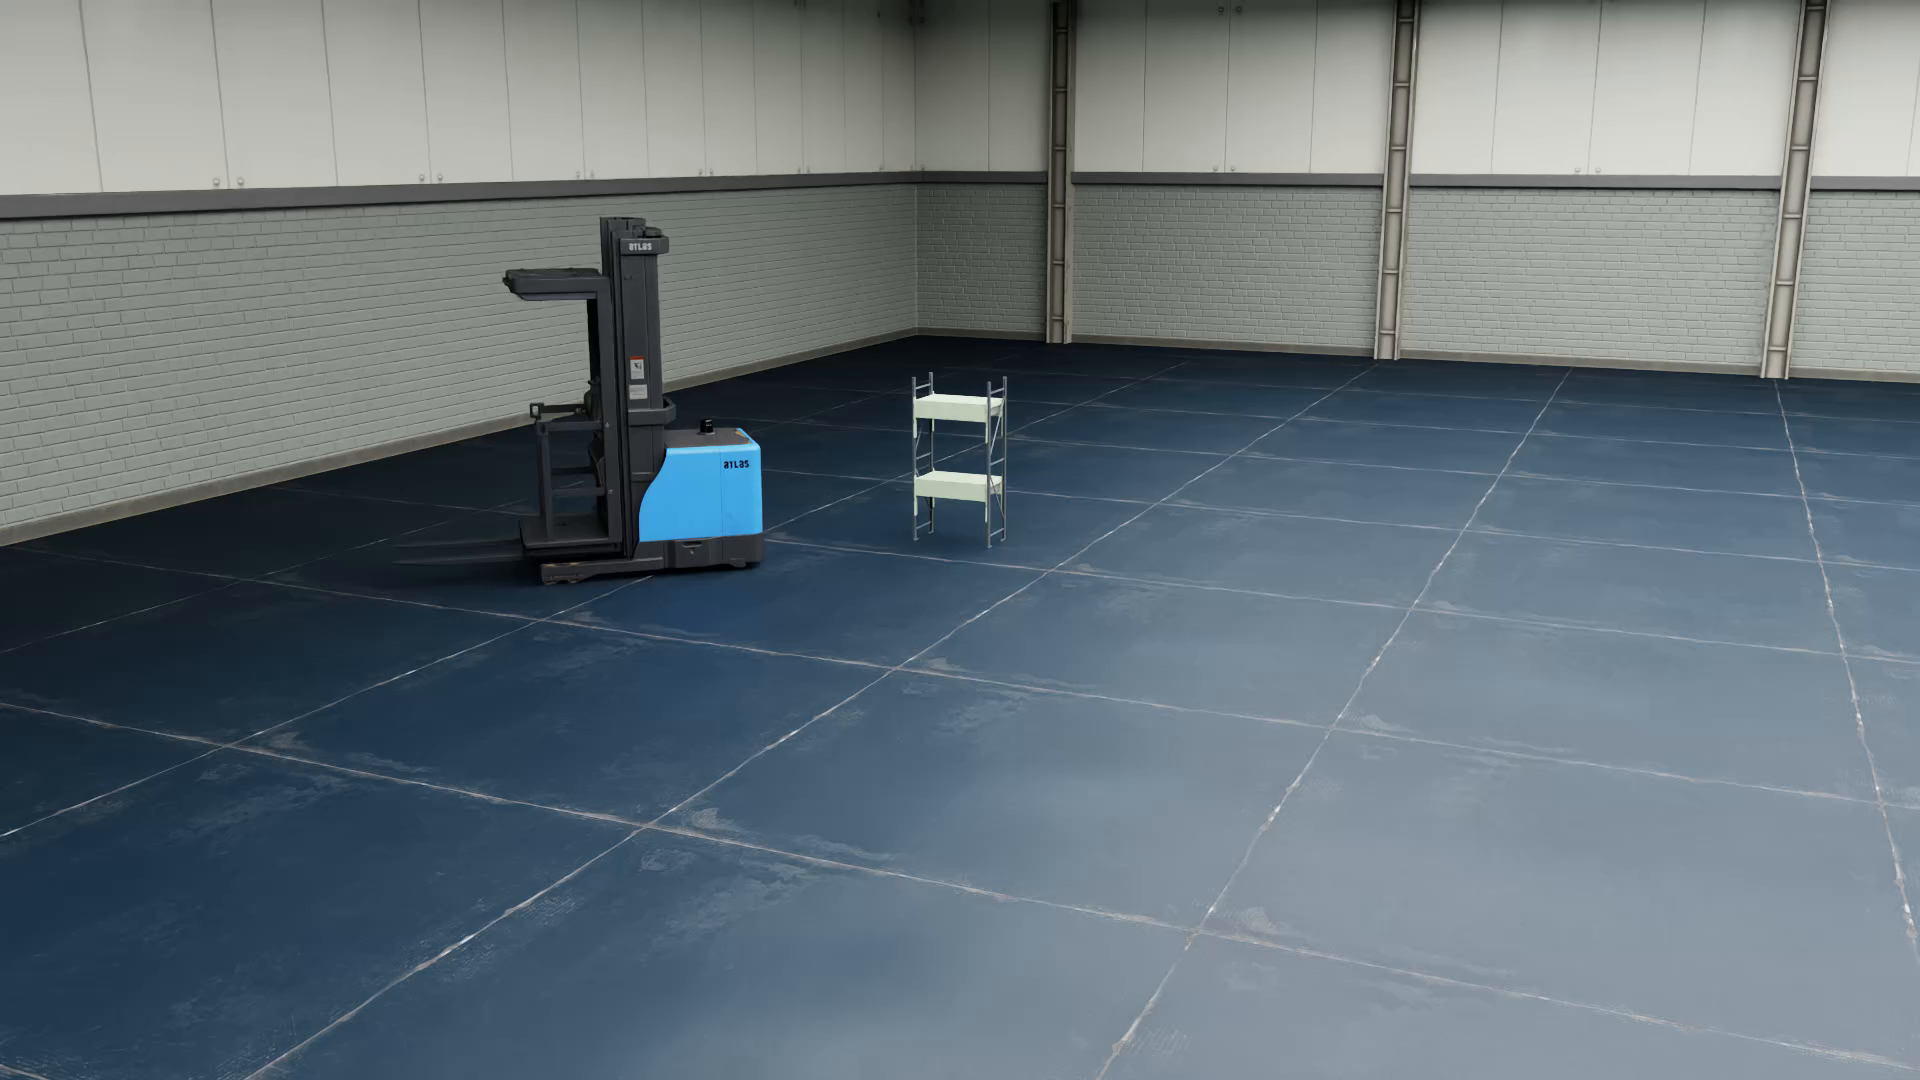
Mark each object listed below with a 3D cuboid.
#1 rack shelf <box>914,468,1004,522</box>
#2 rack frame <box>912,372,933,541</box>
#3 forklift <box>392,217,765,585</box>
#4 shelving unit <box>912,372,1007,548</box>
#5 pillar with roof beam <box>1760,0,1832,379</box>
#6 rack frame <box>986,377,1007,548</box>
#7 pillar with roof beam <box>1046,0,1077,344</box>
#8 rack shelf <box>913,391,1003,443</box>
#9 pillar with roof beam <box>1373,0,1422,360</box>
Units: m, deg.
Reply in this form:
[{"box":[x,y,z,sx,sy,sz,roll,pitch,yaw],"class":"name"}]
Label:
[{"box":[-0.006,-0.413,15.156,0.720,0.370,0.431,6,14,23],"class":"rack shelf"},{"box":[-0.341,-0.765,15.226,0.023,1.500,0.400,6,14,23],"class":"rack frame"},{"box":[-3.248,-1.193,13.918,3.031,2.935,1.130,-4,14,-17],"class":"forklift"},{"box":[-0.006,-0.731,15.081,0.755,1.500,0.431,6,14,23],"class":"shelving unit"},{"box":[11.067,-6.045,21.313,0.400,9.000,9.100,6,14,23],"class":"pillar with roof beam"},{"box":[0.329,-0.697,14.937,0.023,1.500,0.400,6,14,23],"class":"rack frame"},{"box":[0.096,-7.155,26.045,0.548,9.000,9.100,6,14,23],"class":"pillar with roof beam"},{"box":[-0.006,-1.111,14.992,0.720,0.370,0.431,6,14,23],"class":"rack shelf"},{"box":[5.582,-6.600,23.679,0.400,9.000,9.100,6,14,23],"class":"pillar with roof beam"}]
